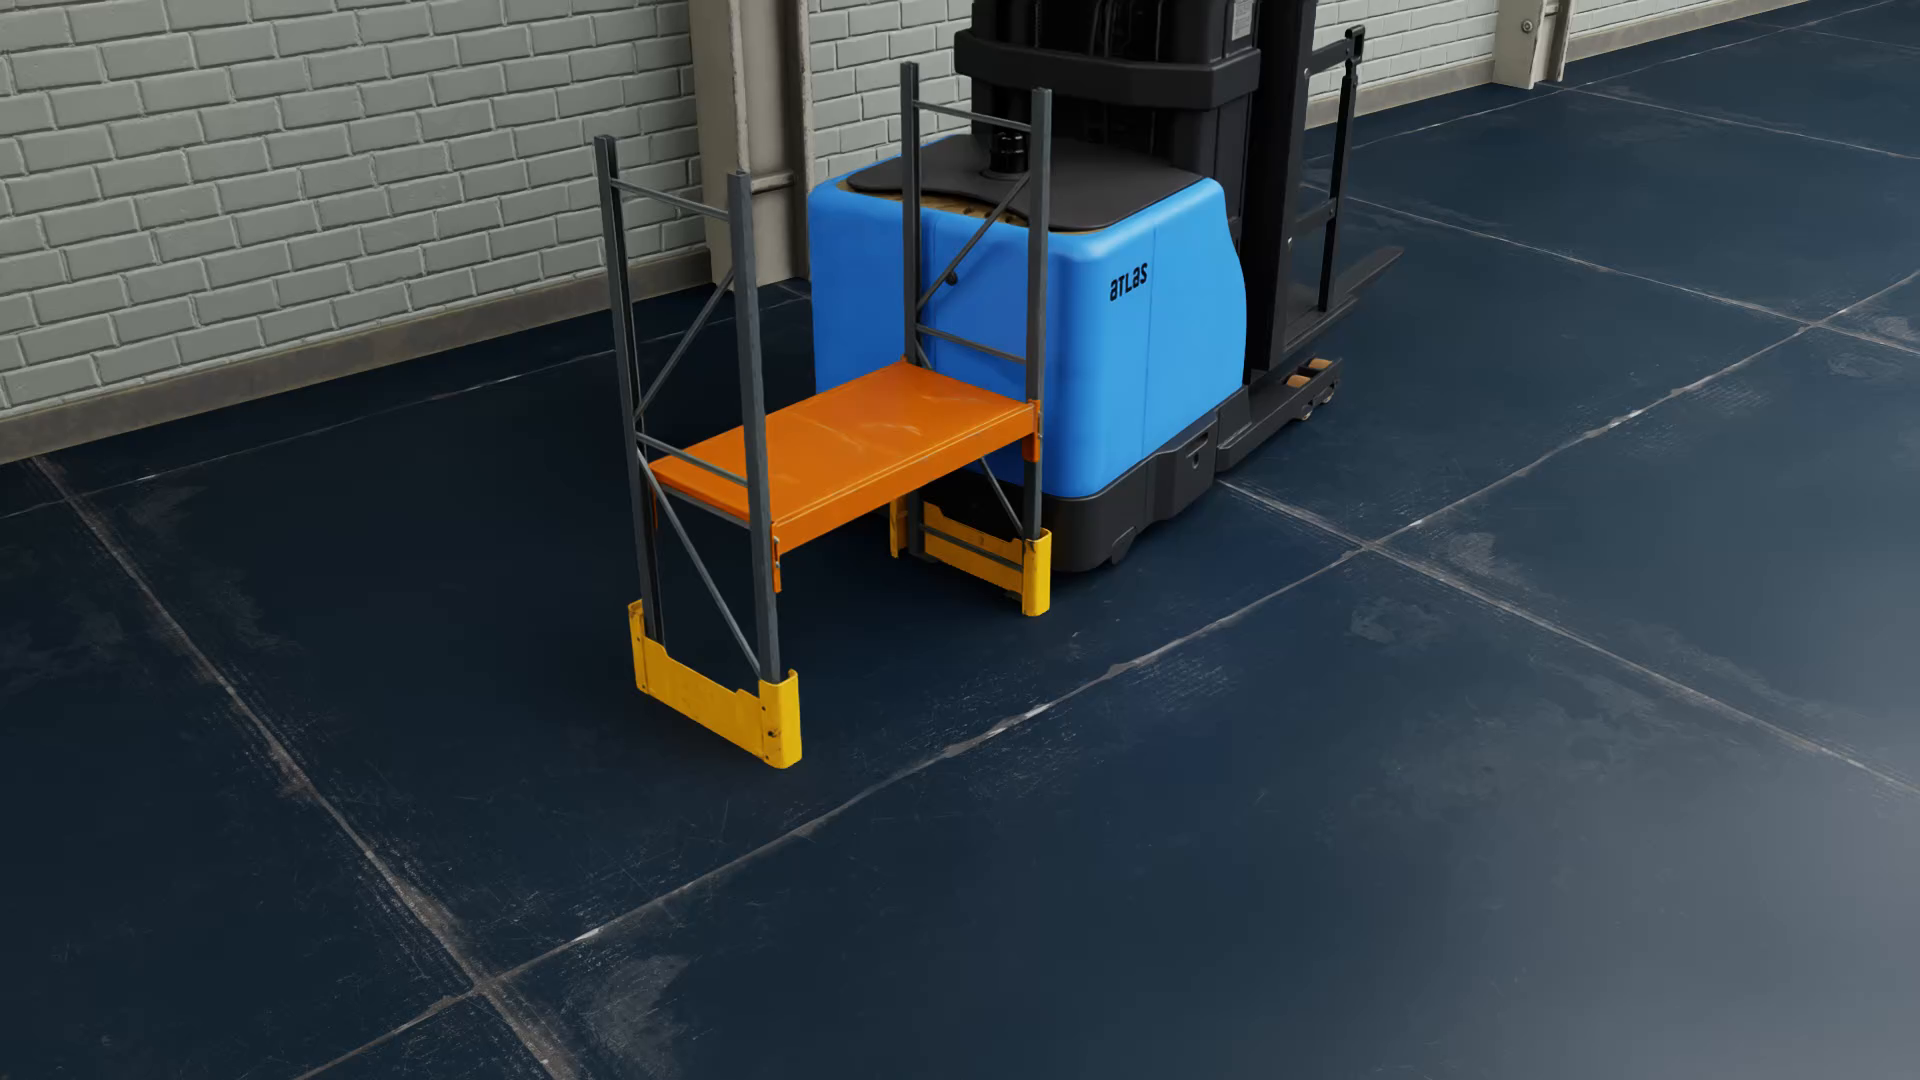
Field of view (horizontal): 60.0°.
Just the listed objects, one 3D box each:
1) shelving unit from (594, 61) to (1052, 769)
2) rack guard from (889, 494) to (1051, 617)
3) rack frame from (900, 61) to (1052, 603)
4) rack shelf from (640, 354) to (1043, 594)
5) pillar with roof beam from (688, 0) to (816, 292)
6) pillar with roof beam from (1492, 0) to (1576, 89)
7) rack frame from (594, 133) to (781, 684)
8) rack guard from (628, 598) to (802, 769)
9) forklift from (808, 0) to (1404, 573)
[{"bbox_3d":[-0.308,-0.363,4.339,0.587,1.500,1.083,23,36,36],"label":"shelving unit"},{"bbox_3d":[0.023,0.012,4.962,0.587,0.250,0.087,23,36,36],"label":"rack guard"},{"bbox_3d":[0.036,-0.546,4.680,0.500,1.500,0.032,23,36,36],"label":"rack frame"},{"bbox_3d":[-0.302,-0.208,4.430,0.538,0.185,1.000,23,36,36],"label":"rack shelf"},{"bbox_3d":[1.921,-3.592,2.423,0.400,9.000,9.100,-22,35,-35],"label":"pillar with roof beam"},{"bbox_3d":[6.486,-5.427,5.858,0.400,9.000,9.100,-22,35,-35],"label":"pillar with roof beam"},{"bbox_3d":[-0.640,-0.188,4.010,0.500,1.500,0.032,23,36,36],"label":"rack frame"},{"bbox_3d":[-0.639,0.363,4.305,0.587,0.250,0.087,23,36,36],"label":"rack guard"},{"bbox_3d":[0.772,-1.842,5.586,1.130,2.935,3.031,18,33,30],"label":"forklift"}]
